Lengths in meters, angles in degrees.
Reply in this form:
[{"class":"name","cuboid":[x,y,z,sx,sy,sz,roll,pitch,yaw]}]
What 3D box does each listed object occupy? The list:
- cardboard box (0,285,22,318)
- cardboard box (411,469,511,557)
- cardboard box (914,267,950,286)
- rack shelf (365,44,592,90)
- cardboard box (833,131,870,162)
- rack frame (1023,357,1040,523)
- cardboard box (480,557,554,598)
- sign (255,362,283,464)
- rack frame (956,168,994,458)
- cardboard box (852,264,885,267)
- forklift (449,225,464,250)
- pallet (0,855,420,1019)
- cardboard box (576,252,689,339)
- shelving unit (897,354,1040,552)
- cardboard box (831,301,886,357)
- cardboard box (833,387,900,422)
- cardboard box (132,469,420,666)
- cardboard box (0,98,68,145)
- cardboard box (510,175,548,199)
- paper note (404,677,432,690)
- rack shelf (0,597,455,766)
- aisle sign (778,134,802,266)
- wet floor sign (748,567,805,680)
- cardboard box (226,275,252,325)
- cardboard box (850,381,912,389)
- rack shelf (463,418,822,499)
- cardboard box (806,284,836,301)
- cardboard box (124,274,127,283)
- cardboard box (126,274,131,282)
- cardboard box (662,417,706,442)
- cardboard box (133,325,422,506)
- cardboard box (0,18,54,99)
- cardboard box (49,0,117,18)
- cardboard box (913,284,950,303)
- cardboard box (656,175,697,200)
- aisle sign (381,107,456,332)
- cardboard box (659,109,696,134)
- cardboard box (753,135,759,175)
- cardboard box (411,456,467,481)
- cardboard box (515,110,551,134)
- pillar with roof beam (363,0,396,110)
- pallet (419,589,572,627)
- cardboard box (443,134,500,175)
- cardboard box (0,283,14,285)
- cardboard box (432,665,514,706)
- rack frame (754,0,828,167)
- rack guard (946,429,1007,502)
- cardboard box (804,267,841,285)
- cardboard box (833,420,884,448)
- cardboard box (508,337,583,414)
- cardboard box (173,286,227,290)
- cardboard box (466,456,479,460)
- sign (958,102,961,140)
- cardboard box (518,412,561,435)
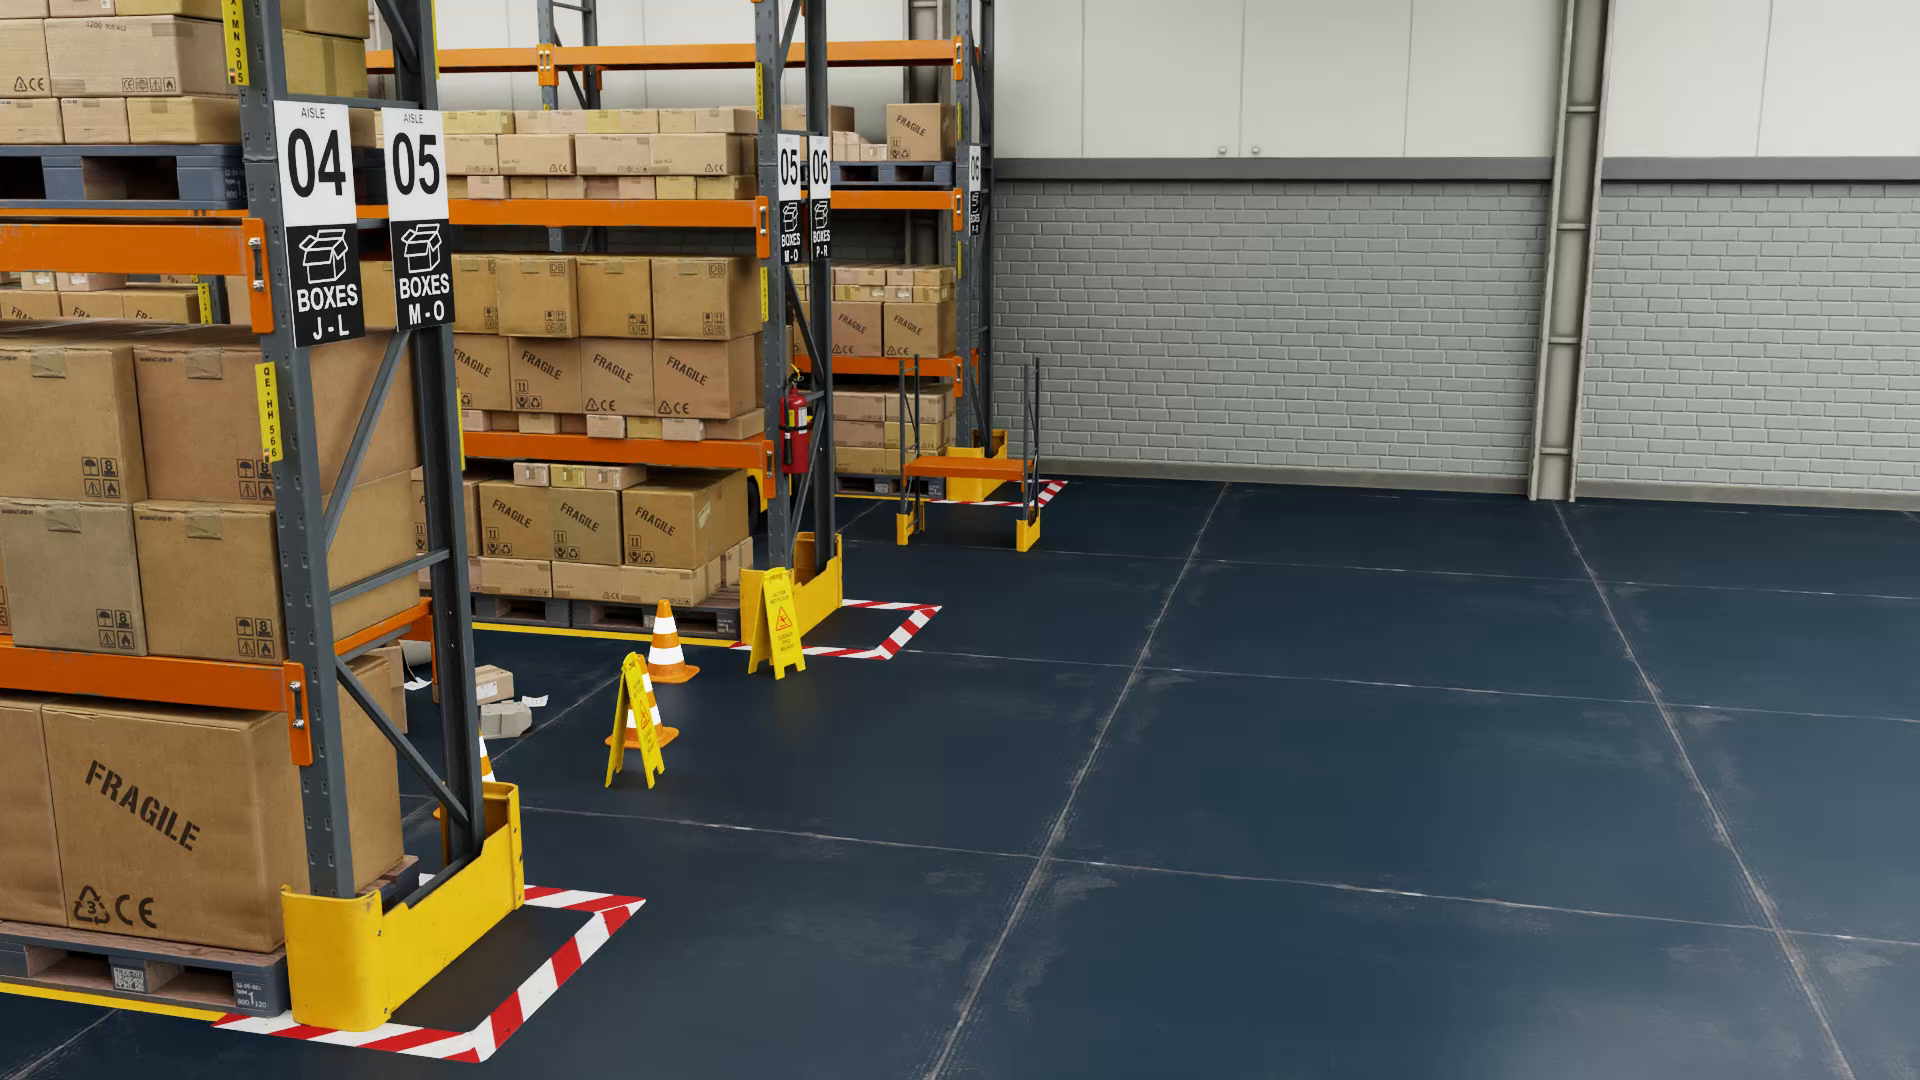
[{"class":"cardboard box","cuboid":[-6.921,-1.562,11.960,0.500,0.500,0.500,3,13,11]},{"class":"cardboard box","cuboid":[-3.394,-0.195,11.336,0.500,0.500,0.500,4,13,16]},{"class":"cardboard box","cuboid":[-0.257,-2.428,15.336,0.250,0.149,0.380,3,13,14]},{"class":"rack shelf","cuboid":[-5.684,-4.637,16.440,4.000,0.370,1.077,3,13,14]},{"class":"cardboard box","cuboid":[-0.982,-3.588,15.164,0.258,0.266,0.396,3,13,14]},{"class":"rack frame","cuboid":[0.576,-0.701,13.432,0.032,1.500,0.500,3,13,14]},{"class":"cardboard box","cuboid":[-2.904,0.199,11.292,0.500,0.250,0.500,3,13,12]},{"class":"sign","cuboid":[-2.275,-0.420,5.482,0.005,0.325,0.100,3,13,14]},{"class":"rack frame","cuboid":[0.142,-1.943,15.565,0.127,3.000,1.000,3,13,14]},{"class":"cardboard box","cuboid":[-0.876,-2.563,15.947,0.250,0.149,0.380,3,13,14]},{"class":"forklift","cuboid":[-4.723,-1.475,13.614,1.130,2.935,3.031,2,13,10]},{"class":"pallet","cuboid":[-2.927,1.484,6.559,1.213,0.211,1.003,3,13,14]},{"class":"cardboard box","cuboid":[-2.082,-1.589,10.747,0.500,0.500,0.700,3,13,14]},{"class":"shelving unit","cuboid":[0.074,-0.728,13.553,1.083,1.500,0.587,3,13,14]},{"class":"cardboard box","cuboid":[-0.901,-1.991,15.551,0.500,0.500,0.500,3,13,15]},{"class":"cardboard box","cuboid":[-0.877,-1.277,15.635,0.500,0.250,0.500,3,13,15]},{"class":"cardboard box","cuboid":[-2.503,0.064,6.172,0.550,0.550,0.875,3,13,14]},{"class":"cardboard box","cuboid":[-3.030,-1.421,5.666,0.250,0.149,0.380,3,13,14]},{"class":"cardboard box","cuboid":[-2.694,-2.273,10.706,0.250,0.149,0.380,3,13,12]},{"class":"paper note","cuboid":[-3.227,0.850,9.858,0.142,0.019,0.148,8,15,33]},{"class":"rack shelf","cuboid":[-4.074,0.395,6.690,4.000,0.370,1.077,3,13,14]},{"class":"aisle sign","cuboid":[-1.053,-2.104,10.289,0.004,0.787,0.394,3,13,14]},{"class":"wet floor sign","cuboid":[-1.116,0.485,10.056,0.232,0.644,0.267,8,15,33]},{"class":"cardboard box","cuboid":[-4.552,-1.720,11.336,0.500,0.500,0.700,3,13,13]},{"class":"cardboard box","cuboid":[-0.766,-1.384,16.115,0.500,0.250,0.500,3,13,14]},{"class":"rack shelf","cuboid":[-2.986,-0.651,11.406,4.000,0.370,1.077,3,13,14]},{"class":"cardboard box","cuboid":[-1.263,-2.320,15.537,0.250,0.149,0.380,3,13,12]},{"class":"cardboard box","cuboid":[-6.379,-1.956,12.238,0.250,0.149,0.380,4,13,17]},{"class":"cardboard box","cuboid":[-9.254,-2.659,17.586,0.637,0.503,0.797,3,13,12]},{"class":"cardboard box","cuboid":[-1.731,-0.740,10.726,0.250,0.149,0.380,3,13,13]},{"class":"cardboard box","cuboid":[-2.483,-0.480,6.135,0.550,0.550,0.875,3,13,14]},{"class":"cardboard box","cuboid":[-3.159,-1.636,5.715,0.500,0.250,0.500,3,13,14]},{"class":"cardboard box","cuboid":[-2.782,-1.797,5.521,0.250,0.149,0.380,3,13,14]},{"class":"cardboard box","cuboid":[-0.262,-2.267,15.300,0.250,0.149,0.380,3,13,14]},{"class":"cardboard box","cuboid":[-1.707,-2.206,10.408,0.250,0.149,0.380,3,13,14]},{"class":"aisle sign","cuboid":[-1.991,-1.181,6.131,0.004,0.787,0.394,3,13,14]},{"class":"cardboard box","cuboid":[-1.684,-2.607,10.372,0.250,0.149,0.380,3,13,15]},{"class":"cardboard box","cuboid":[-1.468,-2.517,10.889,0.500,0.250,0.500,3,13,13]},{"class":"cardboard box","cuboid":[-3.551,-0.506,11.238,0.250,0.149,0.380,4,13,17]},{"class":"cardboard box","cuboid":[-2.654,-2.673,10.672,0.250,0.149,0.380,3,13,12]},{"class":"pillar with roof beam","cuboid":[-7.175,-4.503,13.256,0.400,9.000,9.100,3,13,14]},{"class":"pallet","cuboid":[-3.079,0.345,11.691,1.213,0.211,1.003,3,13,14]},{"class":"cardboard box","cuboid":[-3.089,-2.483,10.735,0.500,0.250,0.500,3,13,14]},{"class":"cardboard box","cuboid":[-7.308,-1.697,12.572,0.500,0.500,0.500,2,13,10]},{"class":"cardboard box","cuboid":[-2.800,0.850,9.560,0.250,0.149,0.380,12,17,43]},{"class":"rack frame","cuboid":[-1.044,-3.828,10.210,0.127,3.000,1.000,3,13,14]},{"class":"rack guard","cuboid":[0.165,-0.721,15.831,0.348,0.500,1.175,3,13,14]},{"class":"cardboard box","cuboid":[-1.267,-2.461,15.484,0.250,0.149,0.380,3,13,15]},{"class":"cardboard box","cuboid":[-0.890,-1.037,15.709,0.500,0.250,0.500,3,13,13]},{"class":"cardboard box","cuboid":[-2.607,-1.117,10.924,0.500,0.500,0.500,3,13,13]},{"class":"cardboard box","cuboid":[-5.314,-1.590,12.088,0.500,0.500,0.500,3,13,15]},{"class":"cardboard box","cuboid":[-3.795,-0.335,11.965,0.500,0.500,0.500,3,13,15]},{"class":"sign","cuboid":[-0.002,-3.687,14.642,0.005,0.325,0.100,3,13,14]},{"class":"cardboard box","cuboid":[-2.717,-0.802,11.005,0.250,0.149,0.380,3,13,13]}]
